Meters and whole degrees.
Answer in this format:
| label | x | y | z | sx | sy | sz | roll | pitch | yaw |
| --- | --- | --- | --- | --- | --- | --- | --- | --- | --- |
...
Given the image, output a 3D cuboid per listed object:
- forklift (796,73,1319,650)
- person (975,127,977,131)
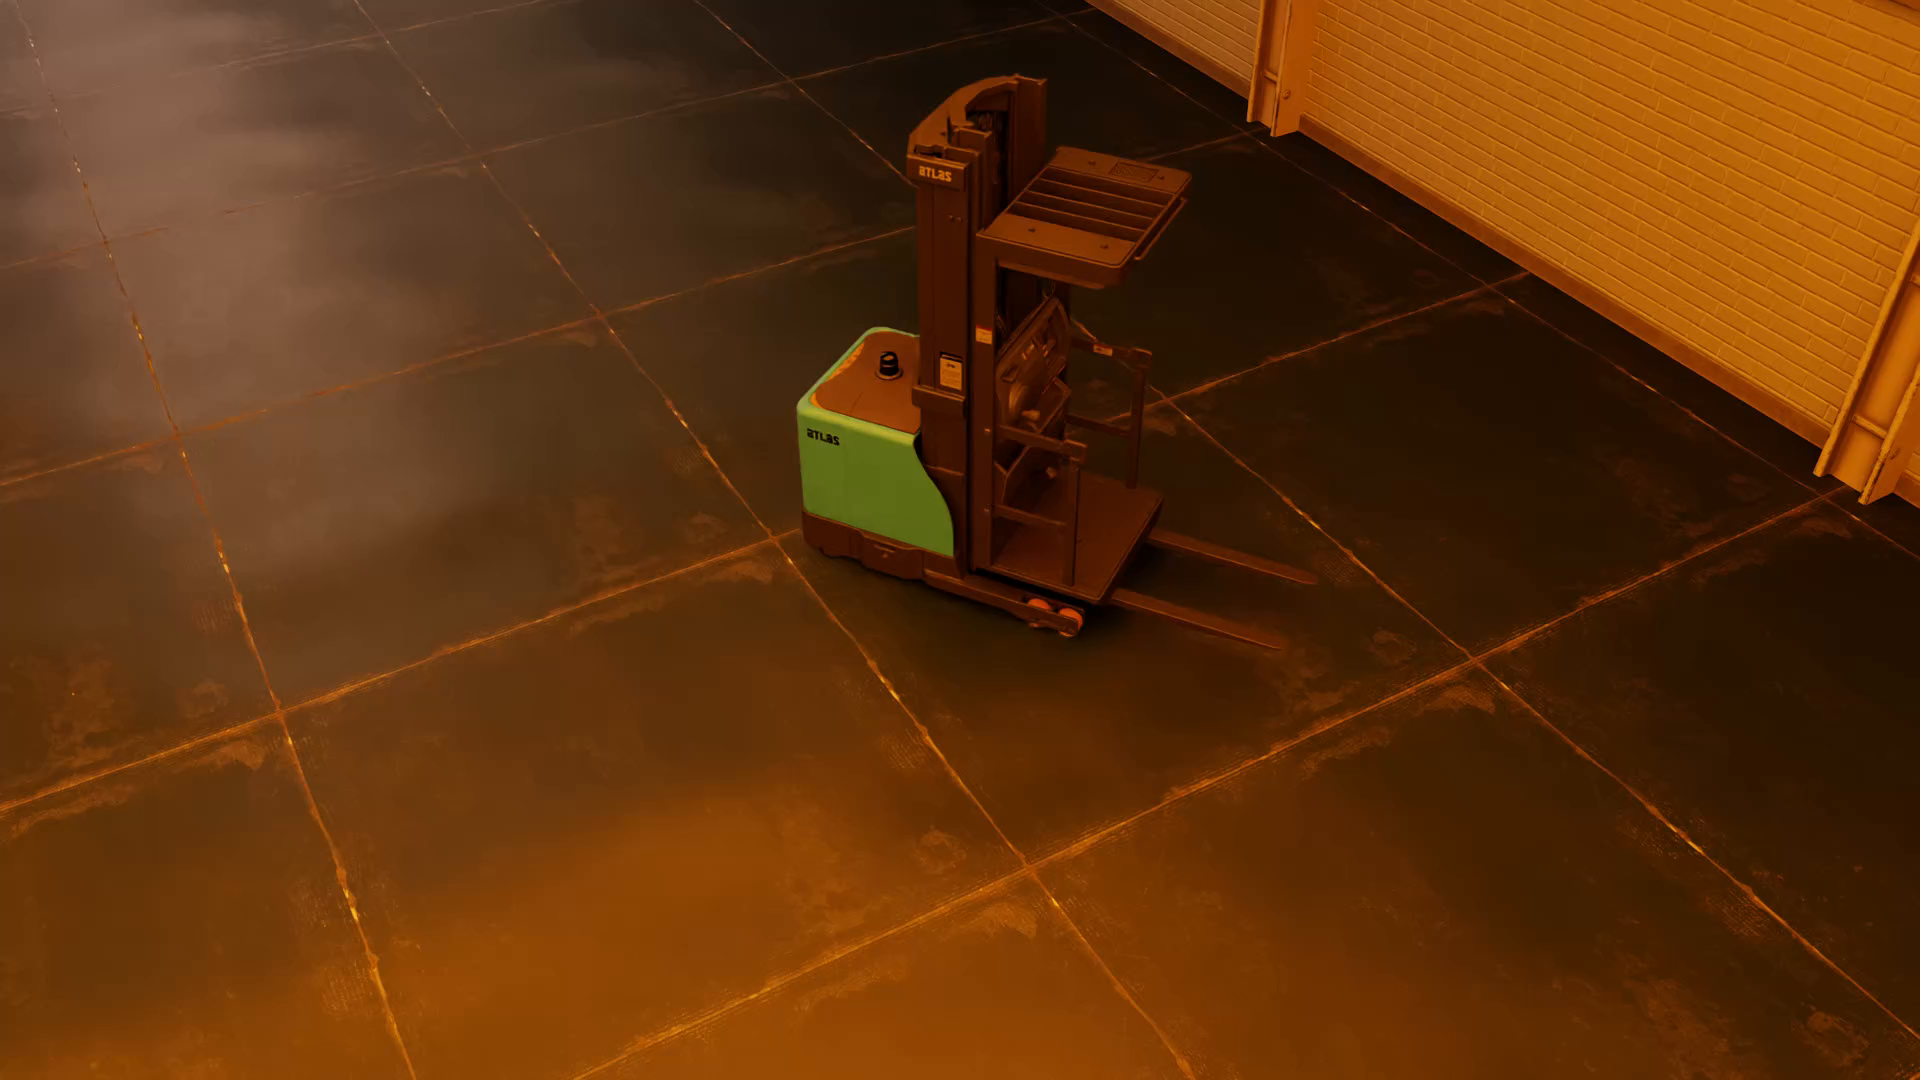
| label | x | y | z | sx | sy | sz | roll | pitch | yaw |
| --- | --- | --- | --- | --- | --- | --- | --- | --- | --- |
| forklift | 0.589 | -0.956 | 9.189 | 3.031 | 2.935 | 1.130 | 17 | 43 | 19 |
| person | 0.230 | -2.282 | 11.960 | 0.946 | 1.485 | 1.141 | 29 | 48 | 30 |
